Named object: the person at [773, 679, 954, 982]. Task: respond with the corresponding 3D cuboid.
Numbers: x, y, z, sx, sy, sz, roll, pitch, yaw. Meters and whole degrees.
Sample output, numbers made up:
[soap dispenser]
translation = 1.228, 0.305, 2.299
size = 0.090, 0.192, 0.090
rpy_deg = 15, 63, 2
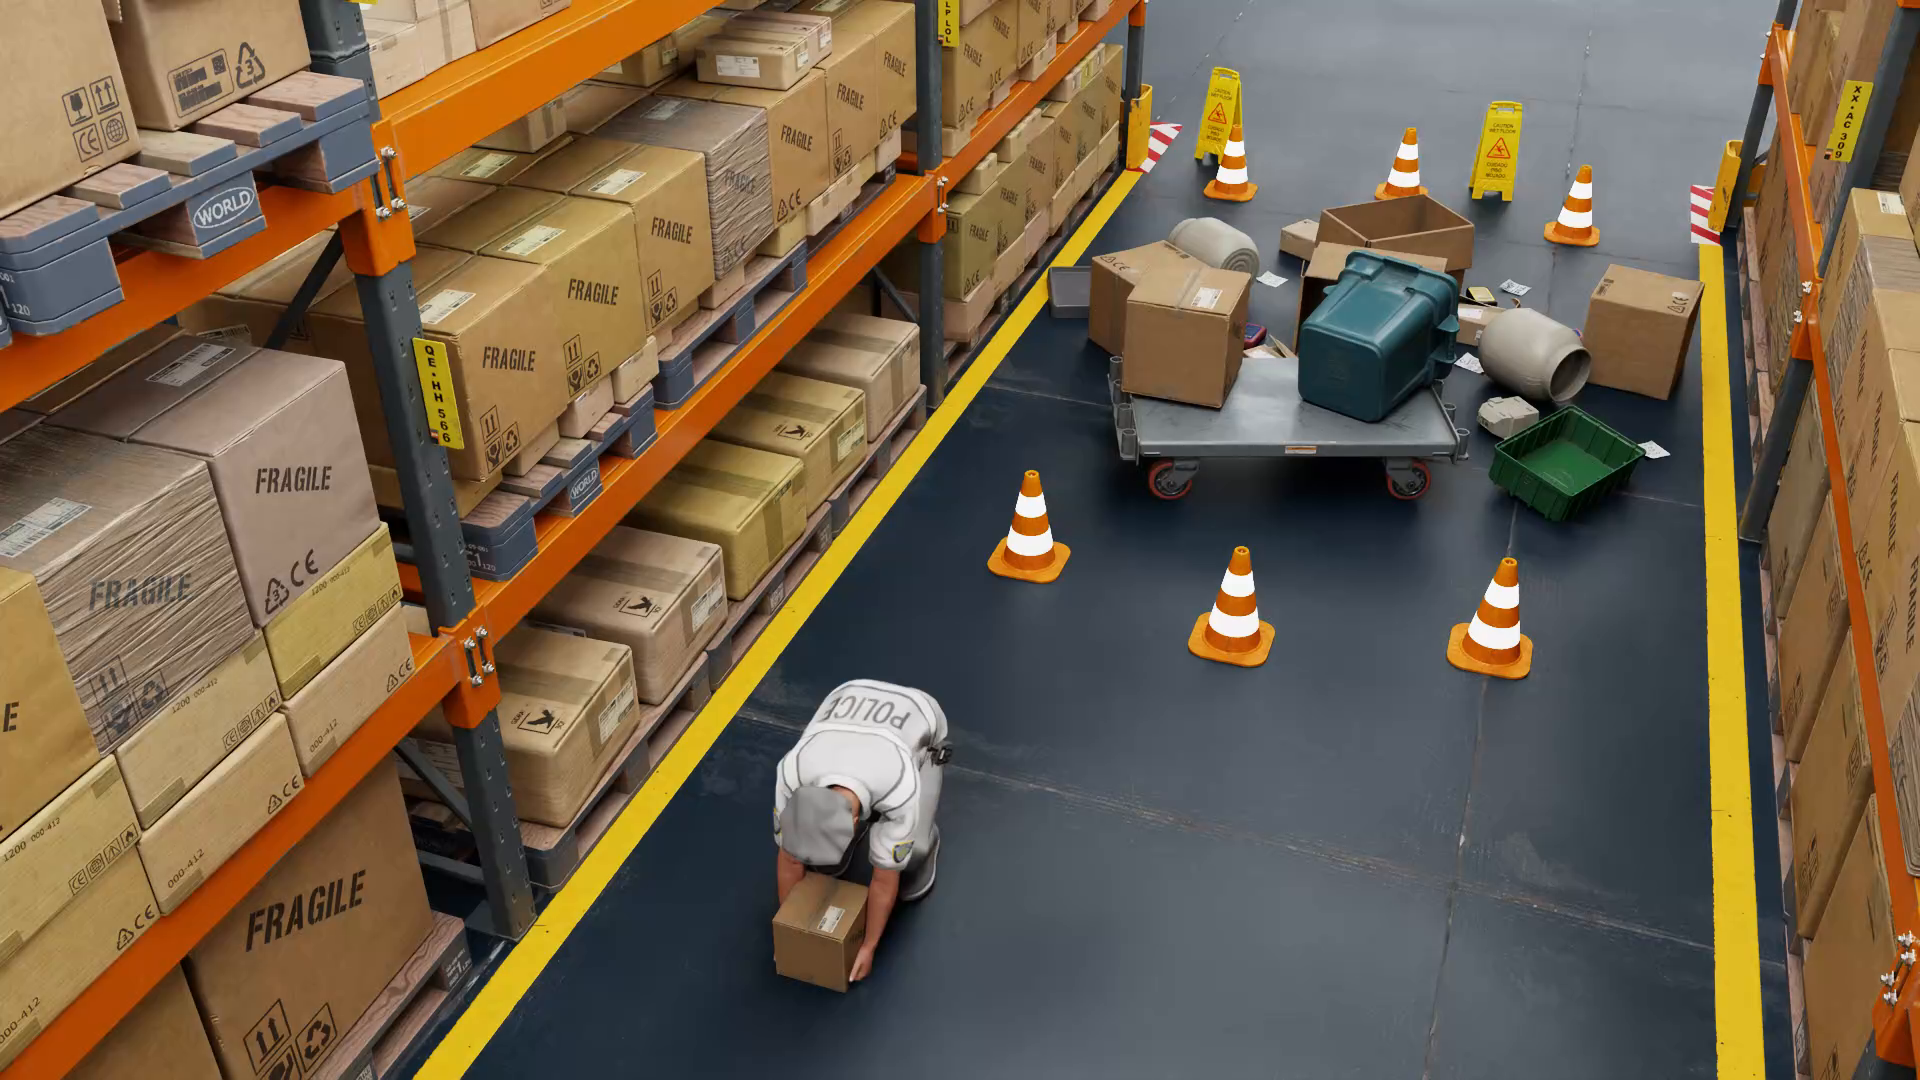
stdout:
[person]
translation = -0.344, 0.928, 5.615
size = 0.534, 0.857, 1.007
rpy_deg = 10, 34, 16
